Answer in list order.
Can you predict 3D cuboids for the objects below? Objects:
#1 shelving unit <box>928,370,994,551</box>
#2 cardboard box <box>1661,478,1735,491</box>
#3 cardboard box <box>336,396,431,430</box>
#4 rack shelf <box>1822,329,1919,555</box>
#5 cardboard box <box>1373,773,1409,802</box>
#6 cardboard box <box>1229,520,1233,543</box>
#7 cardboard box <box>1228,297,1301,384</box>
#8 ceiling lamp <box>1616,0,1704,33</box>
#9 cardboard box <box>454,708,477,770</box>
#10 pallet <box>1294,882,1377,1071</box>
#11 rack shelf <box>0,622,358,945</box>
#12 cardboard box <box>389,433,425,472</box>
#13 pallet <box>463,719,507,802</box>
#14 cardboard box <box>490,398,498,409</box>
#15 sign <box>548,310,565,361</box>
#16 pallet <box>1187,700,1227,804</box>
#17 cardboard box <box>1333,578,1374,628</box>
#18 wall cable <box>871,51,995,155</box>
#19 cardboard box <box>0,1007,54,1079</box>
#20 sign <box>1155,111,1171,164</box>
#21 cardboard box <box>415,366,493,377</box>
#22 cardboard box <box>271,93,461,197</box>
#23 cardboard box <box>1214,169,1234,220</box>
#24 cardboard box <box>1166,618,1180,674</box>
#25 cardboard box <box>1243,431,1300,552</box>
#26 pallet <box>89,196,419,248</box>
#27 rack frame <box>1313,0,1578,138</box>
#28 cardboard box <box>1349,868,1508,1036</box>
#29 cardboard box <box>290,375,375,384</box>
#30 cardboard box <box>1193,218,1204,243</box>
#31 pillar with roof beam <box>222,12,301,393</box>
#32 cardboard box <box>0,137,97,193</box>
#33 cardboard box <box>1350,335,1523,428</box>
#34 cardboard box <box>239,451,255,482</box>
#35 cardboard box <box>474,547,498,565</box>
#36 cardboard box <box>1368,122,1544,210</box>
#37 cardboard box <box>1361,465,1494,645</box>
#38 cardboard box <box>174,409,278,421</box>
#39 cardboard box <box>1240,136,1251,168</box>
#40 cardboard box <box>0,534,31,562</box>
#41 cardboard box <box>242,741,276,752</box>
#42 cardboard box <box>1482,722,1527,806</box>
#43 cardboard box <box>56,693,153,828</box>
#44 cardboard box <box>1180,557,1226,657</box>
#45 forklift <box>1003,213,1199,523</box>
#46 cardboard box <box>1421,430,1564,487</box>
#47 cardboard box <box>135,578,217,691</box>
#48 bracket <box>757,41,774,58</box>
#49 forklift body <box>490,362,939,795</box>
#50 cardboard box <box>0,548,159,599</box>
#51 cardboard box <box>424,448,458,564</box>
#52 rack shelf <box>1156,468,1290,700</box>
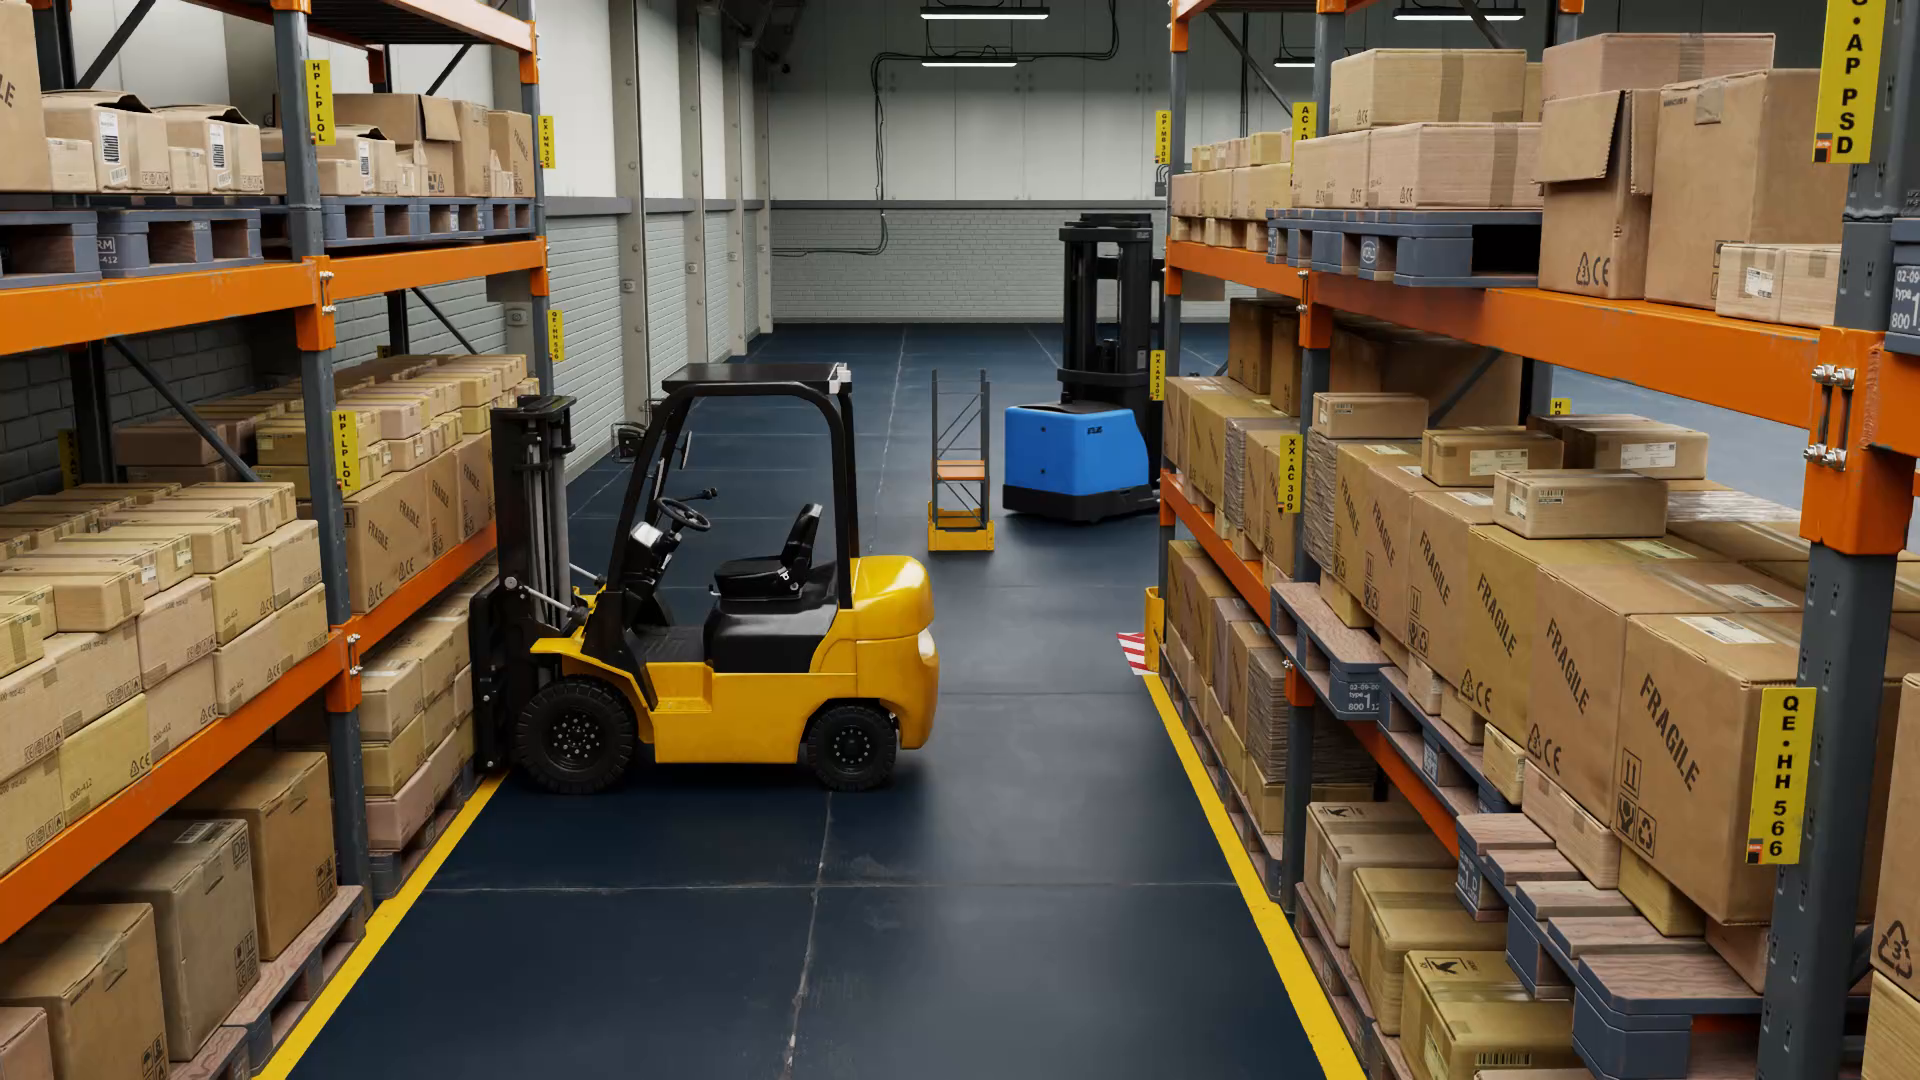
[{"bbox_3d":[-0.002,-0.750,15.176,0.587,1.500,1.083,0,11,-1],"label":"shelving unit"},{"bbox_3d":[2.166,0.039,5.459,0.500,0.500,0.500,0,11,1],"label":"cardboard box"},{"bbox_3d":[-2.806,-0.614,8.102,0.380,0.149,0.250,0,11,-2],"label":"cardboard box"},{"bbox_3d":[2.035,0.222,0.874,1.077,0.370,4.000,0,11,-1],"label":"rack shelf"},{"bbox_3d":[2.169,1.171,7.795,0.500,0.250,0.500,-1,11,-4],"label":"cardboard box"},{"bbox_3d":[1.600,-0.045,8.560,0.380,0.149,0.250,0,11,-2],"label":"cardboard box"},{"bbox_3d":[2.057,-1.232,10.264,0.700,0.500,0.500,-1,11,-3],"label":"cardboard box"},{"bbox_3d":[14.635,-11.560,34.915,2.000,3.185,0.800,0,11,-1],"label":"ceiling lamp"},{"bbox_3d":[-2.783,1.010,8.588,0.500,0.250,0.500,0,11,0],"label":"cardboard box"},{"bbox_3d":[1.929,1.669,6.494,1.003,0.211,1.213,0,11,-1],"label":"pallet"},{"bbox_3d":[-3.010,0.919,4.987,1.077,0.370,4.000,0,11,-1],"label":"rack shelf"},{"bbox_3d":[-2.766,-0.415,7.870,0.380,0.149,0.250,0,11,0],"label":"cardboard box"},{"bbox_3d":[-3.054,1.134,9.131,1.003,0.211,1.213,0,11,-1],"label":"pallet"},{"bbox_3d":[-2.821,-0.721,9.377,0.380,0.149,0.250,-1,11,-3],"label":"cardboard box"},{"bbox_3d":[-2.591,-1.310,10.654,0.100,0.325,0.005,0,11,-1],"label":"sign"},{"bbox_3d":[1.834,1.137,9.113,1.003,0.211,1.213,0,11,-1],"label":"pallet"},{"bbox_3d":[1.603,0.225,6.170,0.380,0.149,0.250,0,11,0],"label":"cardboard box"},{"bbox_3d":[-0.675,-10.944,41.667,3.097,2.526,0.112,0,11,-1],"label":"wall cable"},{"bbox_3d":[-2.989,1.668,4.402,0.875,0.625,0.625,0,11,1],"label":"cardboard box"},{"bbox_3d":[1.286,-2.544,10.503,0.100,0.325,0.005,0,11,-1],"label":"sign"},{"bbox_3d":[-2.917,-0.918,9.602,0.380,0.149,0.250,0,11,-1],"label":"cardboard box"},{"bbox_3d":[-2.986,-1.995,8.426,0.797,0.503,0.637,0,11,1],"label":"cardboard box"},{"bbox_3d":[1.600,-1.784,8.586,0.500,0.250,0.500,0,11,0],"label":"cardboard box"},{"bbox_3d":[1.569,0.655,10.335,0.500,0.250,0.500,0,11,-2],"label":"cardboard box"},{"bbox_3d":[1.636,-0.237,7.875,0.500,0.500,0.500,0,11,1],"label":"cardboard box"},{"bbox_3d":[-3.095,-1.428,7.421,1.003,0.211,1.213,0,11,-1],"label":"pallet"},{"bbox_3d":[1.911,-2.793,6.383,1.000,3.000,0.127,0,11,-1],"label":"rack frame"},{"bbox_3d":[1.943,1.476,5.981,0.950,0.372,0.625,0,11,2],"label":"cardboard box"},{"bbox_3d":[-3.422,-0.813,9.082,0.380,0.149,0.250,-1,11,-3],"label":"cardboard box"},{"bbox_3d":[1.577,-1.823,9.778,0.380,0.149,0.250,0,11,0],"label":"cardboard box"},{"bbox_3d":[0.283,-3.442,9.585,9.100,9.000,0.400,0,11,-1],"label":"pillar with roof beam"},{"bbox_3d":[-2.709,-1.063,4.724,0.380,0.149,0.250,0,11,-2],"label":"cardboard box"},{"bbox_3d":[2.119,-0.626,7.276,0.700,0.500,0.500,0,11,-2],"label":"cardboard box"},{"bbox_3d":[-3.355,-0.311,7.356,0.380,0.149,0.250,-1,11,-3],"label":"cardboard box"},{"bbox_3d":[-2.796,0.217,9.982,0.500,0.250,0.500,0,11,0],"label":"cardboard box"},{"bbox_3d":[1.566,-1.136,5.084,0.500,0.250,0.500,0,11,-2],"label":"cardboard box"},{"bbox_3d":[1.642,0.039,5.458,0.500,0.500,0.500,0,11,-1],"label":"cardboard box"},{"bbox_3d":[-3.343,-0.509,7.584,0.380,0.149,0.250,0,11,-2],"label":"cardboard box"},{"bbox_3d":[1.592,-1.910,8.203,0.380,0.149,0.250,0,11,0],"label":"cardboard box"},{"bbox_3d":[-3.295,0.076,5.449,0.380,0.149,0.250,0,11,-1],"label":"cardboard box"},{"bbox_3d":[-3.266,0.969,7.530,0.500,0.250,0.500,0,11,-2],"label":"cardboard box"},{"bbox_3d":[1.607,0.588,4.384,0.380,0.149,0.250,0,11,0],"label":"cardboard box"},{"bbox_3d":[-2.766,0.642,4.917,0.500,0.250,0.500,0,11,1],"label":"cardboard box"},{"bbox_3d":[1.585,0.396,9.725,0.500,0.500,0.500,-1,11,-3],"label":"cardboard box"},{"bbox_3d":[1.821,-1.825,16.875,1.130,2.935,3.031,11,16,44],"label":"forklift"},{"bbox_3d":[1.693,-0.261,5.304,0.380,0.149,0.250,0,11,2],"label":"cardboard box"},{"bbox_3d":[-2.763,0.297,5.360,0.500,0.250,0.500,0,11,0],"label":"cardboard box"},{"bbox_3d":[-4.224,-10.559,35.611,0.076,0.066,4.783,0,11,-1],"label":"bracket"},{"bbox_3d":[-1.271,0.159,9.058,2.313,2.155,1.214,0,11,-1],"label":"forklift body"},{"bbox_3d":[-2.766,0.122,5.219,0.380,0.149,0.250,0,11,-1],"label":"cardboard box"},{"bbox_3d":[-2.838,-0.174,8.312,0.500,0.500,0.500,0,11,-2],"label":"cardboard box"},{"bbox_3d":[1.870,0.102,9.011,1.077,0.370,4.000,0,11,-1],"label":"rack shelf"}]
